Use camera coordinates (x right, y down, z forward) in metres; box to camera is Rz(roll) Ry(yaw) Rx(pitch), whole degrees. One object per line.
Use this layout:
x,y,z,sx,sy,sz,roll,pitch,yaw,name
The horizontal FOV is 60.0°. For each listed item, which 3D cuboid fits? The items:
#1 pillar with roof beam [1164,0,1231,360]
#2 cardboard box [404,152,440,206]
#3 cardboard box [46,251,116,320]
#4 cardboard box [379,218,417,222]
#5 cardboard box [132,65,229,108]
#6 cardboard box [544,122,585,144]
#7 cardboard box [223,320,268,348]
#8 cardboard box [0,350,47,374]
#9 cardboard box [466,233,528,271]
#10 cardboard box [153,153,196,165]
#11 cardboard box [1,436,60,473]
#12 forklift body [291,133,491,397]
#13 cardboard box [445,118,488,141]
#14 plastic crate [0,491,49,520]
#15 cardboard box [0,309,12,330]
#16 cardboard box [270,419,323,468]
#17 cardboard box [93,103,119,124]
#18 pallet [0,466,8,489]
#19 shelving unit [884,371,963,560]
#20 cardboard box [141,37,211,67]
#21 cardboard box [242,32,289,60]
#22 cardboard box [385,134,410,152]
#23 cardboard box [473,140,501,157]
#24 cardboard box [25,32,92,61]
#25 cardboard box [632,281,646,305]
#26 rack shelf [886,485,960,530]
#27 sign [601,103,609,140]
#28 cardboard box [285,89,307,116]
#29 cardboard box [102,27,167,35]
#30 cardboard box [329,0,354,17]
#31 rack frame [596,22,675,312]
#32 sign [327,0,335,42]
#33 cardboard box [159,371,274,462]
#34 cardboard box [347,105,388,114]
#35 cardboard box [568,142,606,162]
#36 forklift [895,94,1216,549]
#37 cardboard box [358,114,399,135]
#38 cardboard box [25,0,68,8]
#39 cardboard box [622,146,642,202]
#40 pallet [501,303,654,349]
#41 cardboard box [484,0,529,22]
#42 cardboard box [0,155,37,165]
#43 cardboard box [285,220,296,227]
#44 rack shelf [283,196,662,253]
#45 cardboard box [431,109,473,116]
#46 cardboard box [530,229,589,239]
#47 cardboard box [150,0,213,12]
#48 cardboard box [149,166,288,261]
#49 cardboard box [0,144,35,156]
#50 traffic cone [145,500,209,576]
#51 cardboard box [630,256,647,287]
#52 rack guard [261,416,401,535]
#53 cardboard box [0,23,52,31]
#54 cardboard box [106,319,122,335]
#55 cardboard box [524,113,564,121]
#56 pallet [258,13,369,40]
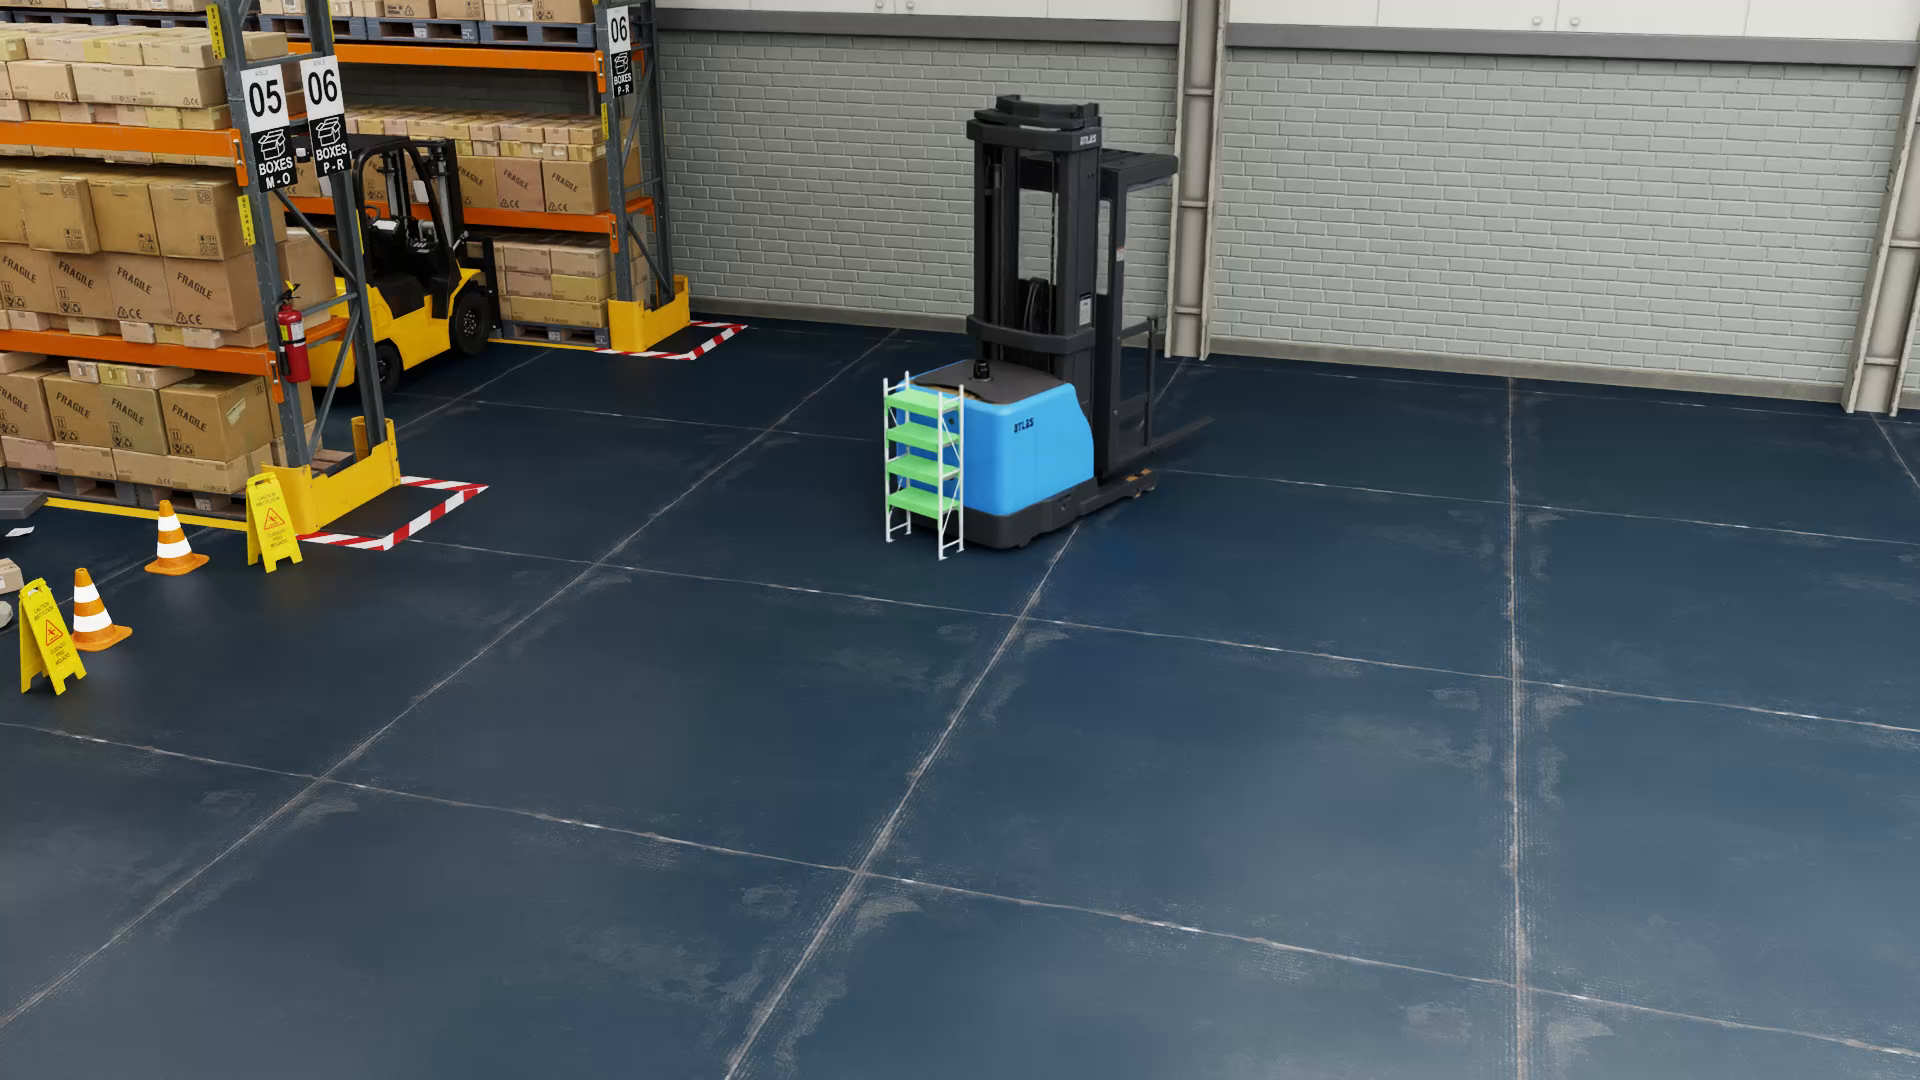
0.963,-4.402,10.645,0.400,9.000,9.100,7,23,16,pillar with roof beam
-5.148,-3.617,16.504,0.500,0.500,0.500,7,23,16,cardboard box
-6.117,-1.897,11.918,0.500,0.500,0.500,6,23,15,cardboard box
-5.945,-3.234,17.455,0.500,0.250,0.500,6,23,15,cardboard box
-5.129,-3.055,11.119,0.500,0.250,0.500,6,23,15,cardboard box
-3.780,-3.907,15.964,0.250,0.149,0.380,7,23,16,cardboard box
-4.982,-1.488,11.776,0.250,0.149,0.380,7,23,17,cardboard box
-7.051,-1.366,12.375,0.250,0.149,0.380,8,24,19,cardboard box
-4.639,-2.872,16.572,0.500,0.250,0.500,7,23,16,cardboard box
-8.000,-4.060,17.254,0.500,0.250,0.500,6,23,14,cardboard box
-6.881,-0.727,12.660,0.500,0.250,0.500,6,23,15,cardboard box
-5.474,-2.597,15.268,1.214,2.155,2.313,7,23,16,forklift body
-4.786,-3.995,16.178,0.250,0.149,0.380,7,23,17,cardboard box
-7.125,-0.259,12.295,0.583,0.080,0.402,-1,22,-3,plastic crate
-6.960,-1.669,12.216,0.250,0.149,0.380,7,23,16,cardboard box
-5.254,-0.752,12.721,0.500,0.250,0.500,6,23,15,cardboard box
-5.700,-2.959,11.409,0.250,0.149,0.380,7,23,16,cardboard box
-7.738,-0.729,13.268,1.213,0.211,1.003,7,23,16,pallet
-0.248,-0.511,11.434,0.503,1.200,0.258,18,28,36,shelving unit
-5.207,-3.254,11.077,0.250,0.149,0.380,7,23,16,cardboard box
-4.843,-3.395,11.421,0.250,0.149,0.380,6,23,15,cardboard box
-5.515,-3.948,16.457,0.250,0.149,0.380,6,23,14,cardboard box
-4.532,-3.839,16.189,0.250,0.149,0.380,6,23,14,cardboard box
-6.159,-3.389,11.407,0.250,0.149,0.380,6,23,14,cardboard box
-3.545,-2.492,16.962,0.500,0.250,0.500,7,23,16,cardboard box
-0.248,-0.229,11.549,0.480,0.148,0.258,18,28,36,rack shelf
-3.302,-3.894,15.474,0.005,0.325,0.100,7,23,16,sign
-4.785,-3.067,11.673,0.250,0.149,0.380,7,23,16,cardboard box
-5.794,-3.513,11.710,0.250,0.149,0.380,6,23,15,cardboard box
-5.883,-5.152,16.070,0.250,0.149,0.380,7,23,17,cardboard box
-3.131,-3.445,16.216,0.127,3.000,1.000,7,23,16,rack frame
-4.405,-3.630,11.564,0.005,0.325,0.100,7,23,16,sign
-5.404,-0.903,12.101,0.500,0.500,0.500,7,23,16,cardboard box
-6.082,-4.375,17.106,0.250,0.149,0.380,6,23,15,cardboard box
-3.544,-3.727,15.918,0.250,0.149,0.380,7,23,16,cardboard box
0.867,-1.780,12.248,1.130,2.935,3.031,18,28,36,forklift
-5.745,-4.120,16.483,0.250,0.149,0.380,6,23,15,cardboard box
-9.193,-5.717,16.985,0.500,0.500,0.500,7,23,17,cardboard box
-3.526,-3.646,16.575,0.500,0.500,0.500,7,23,17,cardboard box
-3.876,-2.223,16.912,1.213,0.211,1.003,7,23,16,pallet
-4.255,-5.019,15.593,0.258,0.266,0.396,7,23,16,cardboard box
-7.077,-2.470,11.998,0.500,0.500,0.700,6,23,14,cardboard box
-7.464,-3.032,17.785,0.625,0.625,0.875,8,24,18,cardboard box
-5.046,-3.331,16.887,4.000,0.370,1.077,7,23,16,rack shelf
-5.118,-4.251,16.802,0.250,0.149,0.380,7,23,17,cardboard box
-4.016,-3.004,16.894,0.500,0.250,0.500,7,23,16,cardboard box
-7.724,-5.461,16.611,0.500,0.311,0.500,6,23,14,cardboard box
-5.114,-2.264,11.496,0.500,0.500,0.700,6,23,14,cardboard box
-9.957,-4.291,17.817,0.500,0.250,0.500,7,23,17,cardboard box
-5.346,-0.046,11.272,0.334,0.463,0.336,7,23,16,traffic cone
-3.522,-2.725,16.872,0.500,0.250,0.500,7,23,16,cardboard box
-4.634,-0.493,12.313,0.348,0.500,1.175,7,23,16,rack guard
-6.763,-3.647,12.036,0.250,0.149,0.380,7,23,16,cardboard box
-5.955,-1.608,12.068,0.250,0.149,0.380,7,23,16,cardboard box
-4.122,-4.141,16.533,0.250,0.149,0.380,7,23,16,cardboard box
-6.137,-5.146,16.527,1.213,0.211,1.003,7,23,16,pallet
